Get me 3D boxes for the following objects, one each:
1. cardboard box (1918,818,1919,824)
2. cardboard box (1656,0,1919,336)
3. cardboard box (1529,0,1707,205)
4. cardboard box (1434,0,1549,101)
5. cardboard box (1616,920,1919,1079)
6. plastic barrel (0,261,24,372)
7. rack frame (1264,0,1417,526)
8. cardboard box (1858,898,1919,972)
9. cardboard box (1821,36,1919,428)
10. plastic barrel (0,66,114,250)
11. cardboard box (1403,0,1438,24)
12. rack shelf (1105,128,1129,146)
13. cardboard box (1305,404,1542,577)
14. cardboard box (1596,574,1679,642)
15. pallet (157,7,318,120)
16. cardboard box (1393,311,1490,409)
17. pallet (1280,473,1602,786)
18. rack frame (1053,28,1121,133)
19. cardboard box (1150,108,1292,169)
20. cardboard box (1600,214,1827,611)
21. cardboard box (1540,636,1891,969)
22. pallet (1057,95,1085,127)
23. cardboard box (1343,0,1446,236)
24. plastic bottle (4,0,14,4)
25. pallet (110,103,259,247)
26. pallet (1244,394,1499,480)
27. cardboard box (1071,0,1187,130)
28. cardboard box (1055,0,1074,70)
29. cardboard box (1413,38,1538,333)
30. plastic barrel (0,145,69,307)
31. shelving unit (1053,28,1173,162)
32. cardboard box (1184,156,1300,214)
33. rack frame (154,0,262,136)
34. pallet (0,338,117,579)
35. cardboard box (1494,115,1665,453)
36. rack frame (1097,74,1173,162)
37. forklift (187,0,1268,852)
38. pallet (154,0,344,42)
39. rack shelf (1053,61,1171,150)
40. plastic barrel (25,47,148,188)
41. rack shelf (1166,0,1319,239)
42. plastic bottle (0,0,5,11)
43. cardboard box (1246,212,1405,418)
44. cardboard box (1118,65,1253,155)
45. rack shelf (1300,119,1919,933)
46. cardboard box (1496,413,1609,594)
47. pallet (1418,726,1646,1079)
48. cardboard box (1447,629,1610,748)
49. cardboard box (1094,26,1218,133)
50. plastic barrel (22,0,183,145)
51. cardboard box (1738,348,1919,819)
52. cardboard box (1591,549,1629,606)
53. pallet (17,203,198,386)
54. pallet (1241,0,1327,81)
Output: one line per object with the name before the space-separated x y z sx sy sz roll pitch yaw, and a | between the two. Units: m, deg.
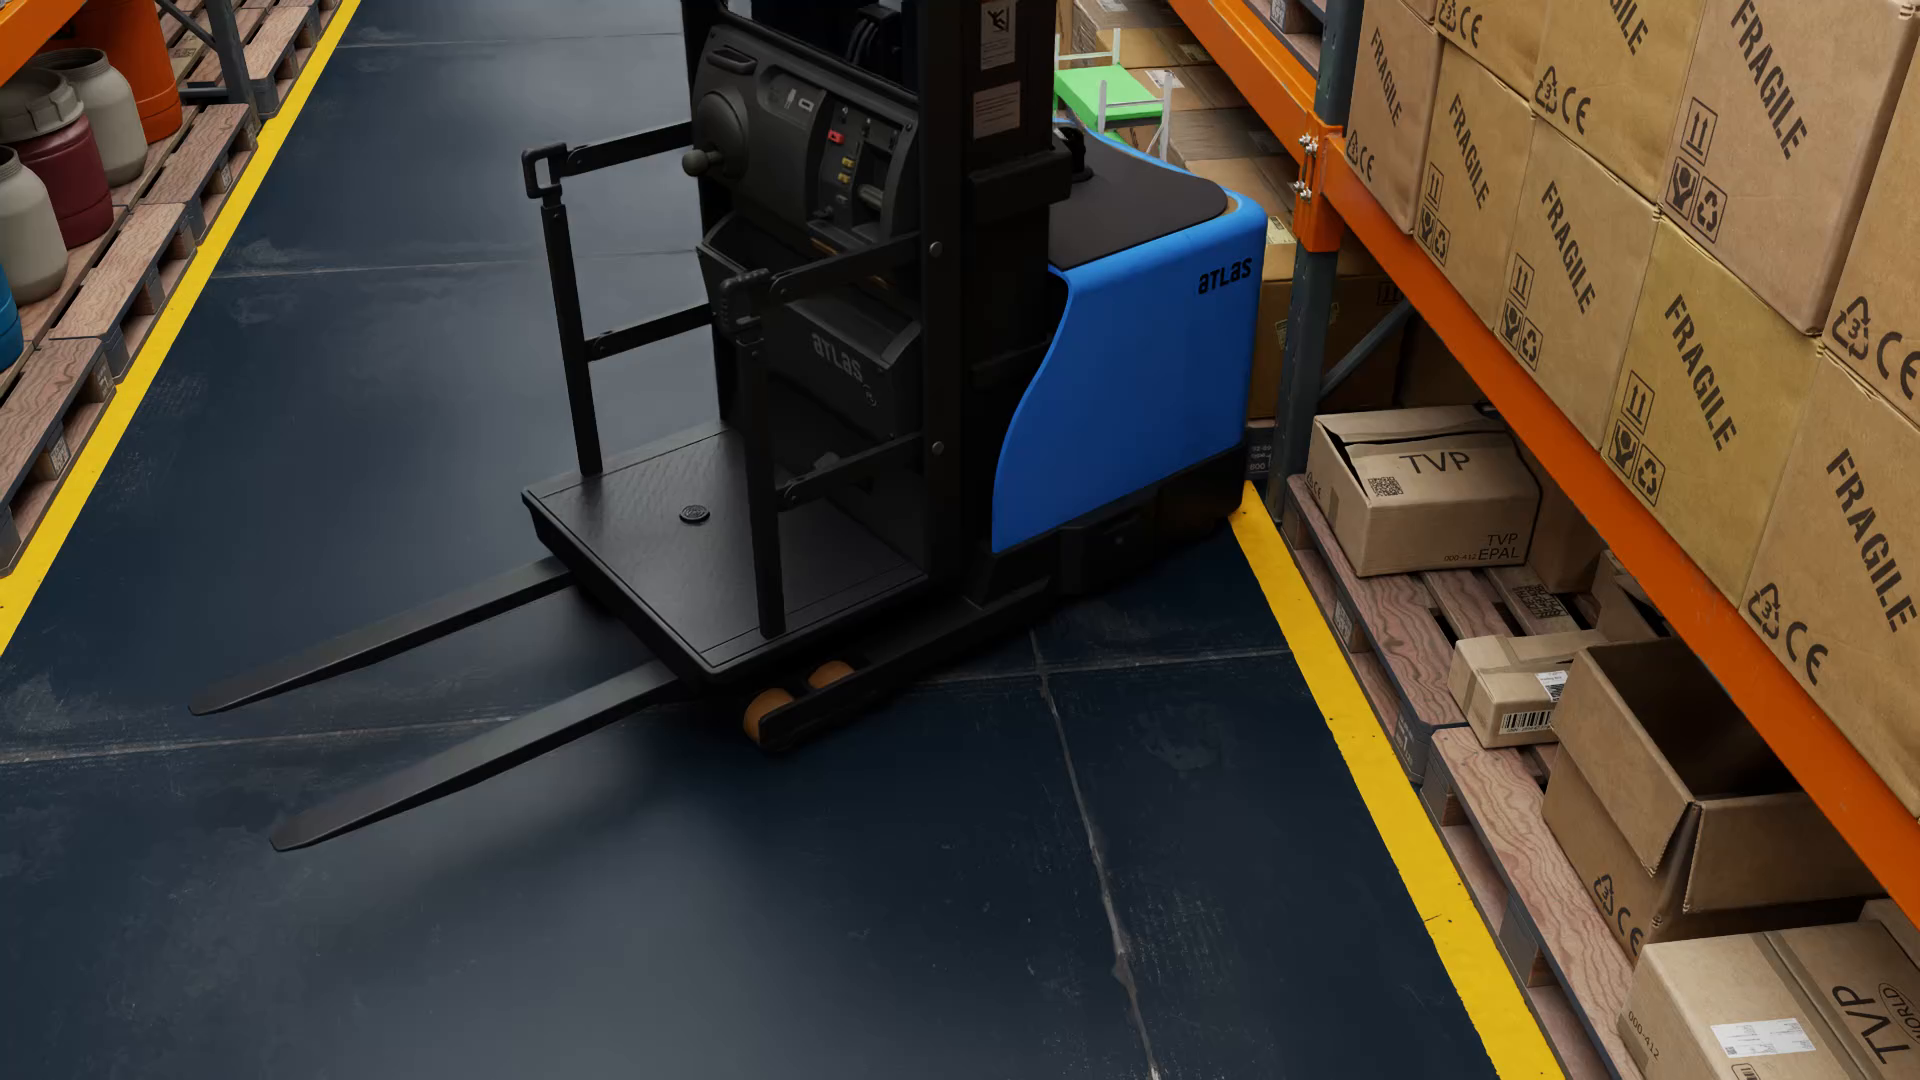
cardboard box | 1.629 0.315 2.035 0.500 0.500 0.500 -4 34 -6
cardboard box | 1.488 -0.664 2.584 0.500 0.500 0.500 -3 34 -5
cardboard box | 1.417 -0.952 3.007 0.500 0.500 0.500 -5 35 -8
cardboard box | 1.349 -1.239 3.428 0.500 0.500 0.500 -5 35 -8
cardboard box | 1.617 1.013 3.152 0.500 0.250 0.500 -4 35 -6
plastic barrel | -3.566 -0.990 5.530 0.600 0.901 0.708 -4 35 -6
rack frame | 1.494 -1.357 4.577 1.000 3.000 0.127 -4 35 -6
cardboard box | 2.106 0.947 3.248 0.500 0.250 0.500 -4 35 -6
cardboard box | 1.557 -0.378 2.164 0.500 0.500 0.500 -3 34 -5
plastic barrel | -3.718 -1.491 6.543 0.600 0.588 0.708 -4 35 -6
cardboard box | 1.279 -1.527 3.851 0.500 0.500 0.500 -4 34 -5
rack shelf | 0.495 -1.247 5.702 0.258 0.148 0.480 -9 35 -12
cardboard box | 1.336 -0.177 4.843 0.500 0.311 0.500 -4 35 -6
cardboard box | 1.953 0.287 4.162 0.500 0.311 0.500 -4 35 -6
pallet | -4.018 -2.499 8.729 1.003 0.211 1.213 -4 35 -6
cardboard box | 1.671 -0.794 5.581 0.500 0.500 0.500 -6 35 -9
pallet | 1.586 0.179 4.800 1.003 0.211 1.213 -4 35 -6
rack frame | 0.432 -1.234 5.996 0.240 1.200 0.015 -9 35 -12
cardboard box | 1.019 -1.316 6.346 0.500 0.500 0.500 -4 34 -6
cardboard box | 1.500 -0.245 2.857 0.500 0.500 0.500 -5 35 -7
cardboard box | 1.752 0.541 3.619 0.797 0.503 0.637 -4 35 -6
pallet | 1.019 -2.017 8.023 1.003 0.211 1.213 -4 35 -6
cardboard box | 1.293 -1.093 4.102 0.500 0.500 0.500 -4 34 -5
plastic bottle | -3.243 -1.931 5.534 0.097 0.271 0.097 0 34 0
pallet | -3.805 -1.627 7.450 1.003 0.211 1.213 -4 35 -6
pallet | 1.348 -0.656 6.025 1.003 0.211 1.213 -4 35 -6
cardboard box | 0.810 -2.171 7.600 0.500 0.500 0.500 -6 35 -8
cardboard box | 0.734 -2.462 8.028 0.500 0.500 0.500 -3 34 -4
cardboard box | 1.365 -0.808 3.683 0.500 0.500 0.500 -4 34 -6
plastic barrel | -3.553 -1.151 6.112 0.421 0.512 0.421 0 34 0
shelving unit | 0.495 -1.102 5.801 0.258 1.200 0.503 -9 35 -12
cardboard box | 1.086 -1.036 5.936 0.500 0.500 0.500 -4 35 -6
rack frame | -3.952 -3.216 7.305 1.000 3.000 0.127 -4 35 -6
pallet | -3.477 -0.265 5.452 1.003 0.211 1.213 -4 35 -6
cardboard box | 1.430 -0.528 3.273 0.500 0.500 0.500 -5 35 -7
rack frame | 0.559 -0.969 5.606 0.240 1.200 0.015 -9 35 -12
forklift | -0.574 -0.985 4.093 3.031 2.935 1.130 -24 41 -30
pallet | -4.179 -3.178 9.726 1.003 0.211 1.213 -4 35 -6
rack shelf | 0.495 -1.445 5.567 0.258 0.148 0.480 -9 35 -12
plastic barrel | -3.705 -1.781 7.037 0.421 0.512 0.421 0 34 0
rack shelf | 1.225 -2.176 6.418 1.077 0.370 4.000 -4 35 -6
plastic bottle | -3.255 -1.866 5.434 0.152 0.276 0.135 -4 35 -6
cardboard box | 1.144 -0.759 5.530 0.500 0.500 0.500 -5 35 -7
cardboard box | 0.948 -1.599 6.762 0.500 0.500 0.500 -5 35 -8
rack shelf | 1.763 0.056 3.142 1.077 0.370 4.000 -4 35 -6
cardboard box | 1.852 -0.209 4.723 0.500 0.500 0.500 -4 35 -6
pallet | 1.753 0.861 3.799 1.003 0.211 1.213 -4 35 -6
cardboard box | 1.463 0.365 4.177 0.380 0.166 0.250 -4 35 -6
cardboard box | 0.873 -1.890 7.189 0.500 0.500 0.500 -5 35 -7
plastic barrel | -3.870 -2.221 7.400 0.600 0.830 0.708 -4 35 -6
cardboard box | 1.567 0.037 2.444 0.500 0.500 0.500 -4 34 -6
cardboard box | 1.962 0.141 4.521 0.380 0.149 0.250 -4 35 -6
pallet | -3.644 -0.948 6.453 1.003 0.211 1.213 -4 35 -6
pallet | 1.495 -1.732 5.298 1.003 0.211 1.213 -4 35 -6
